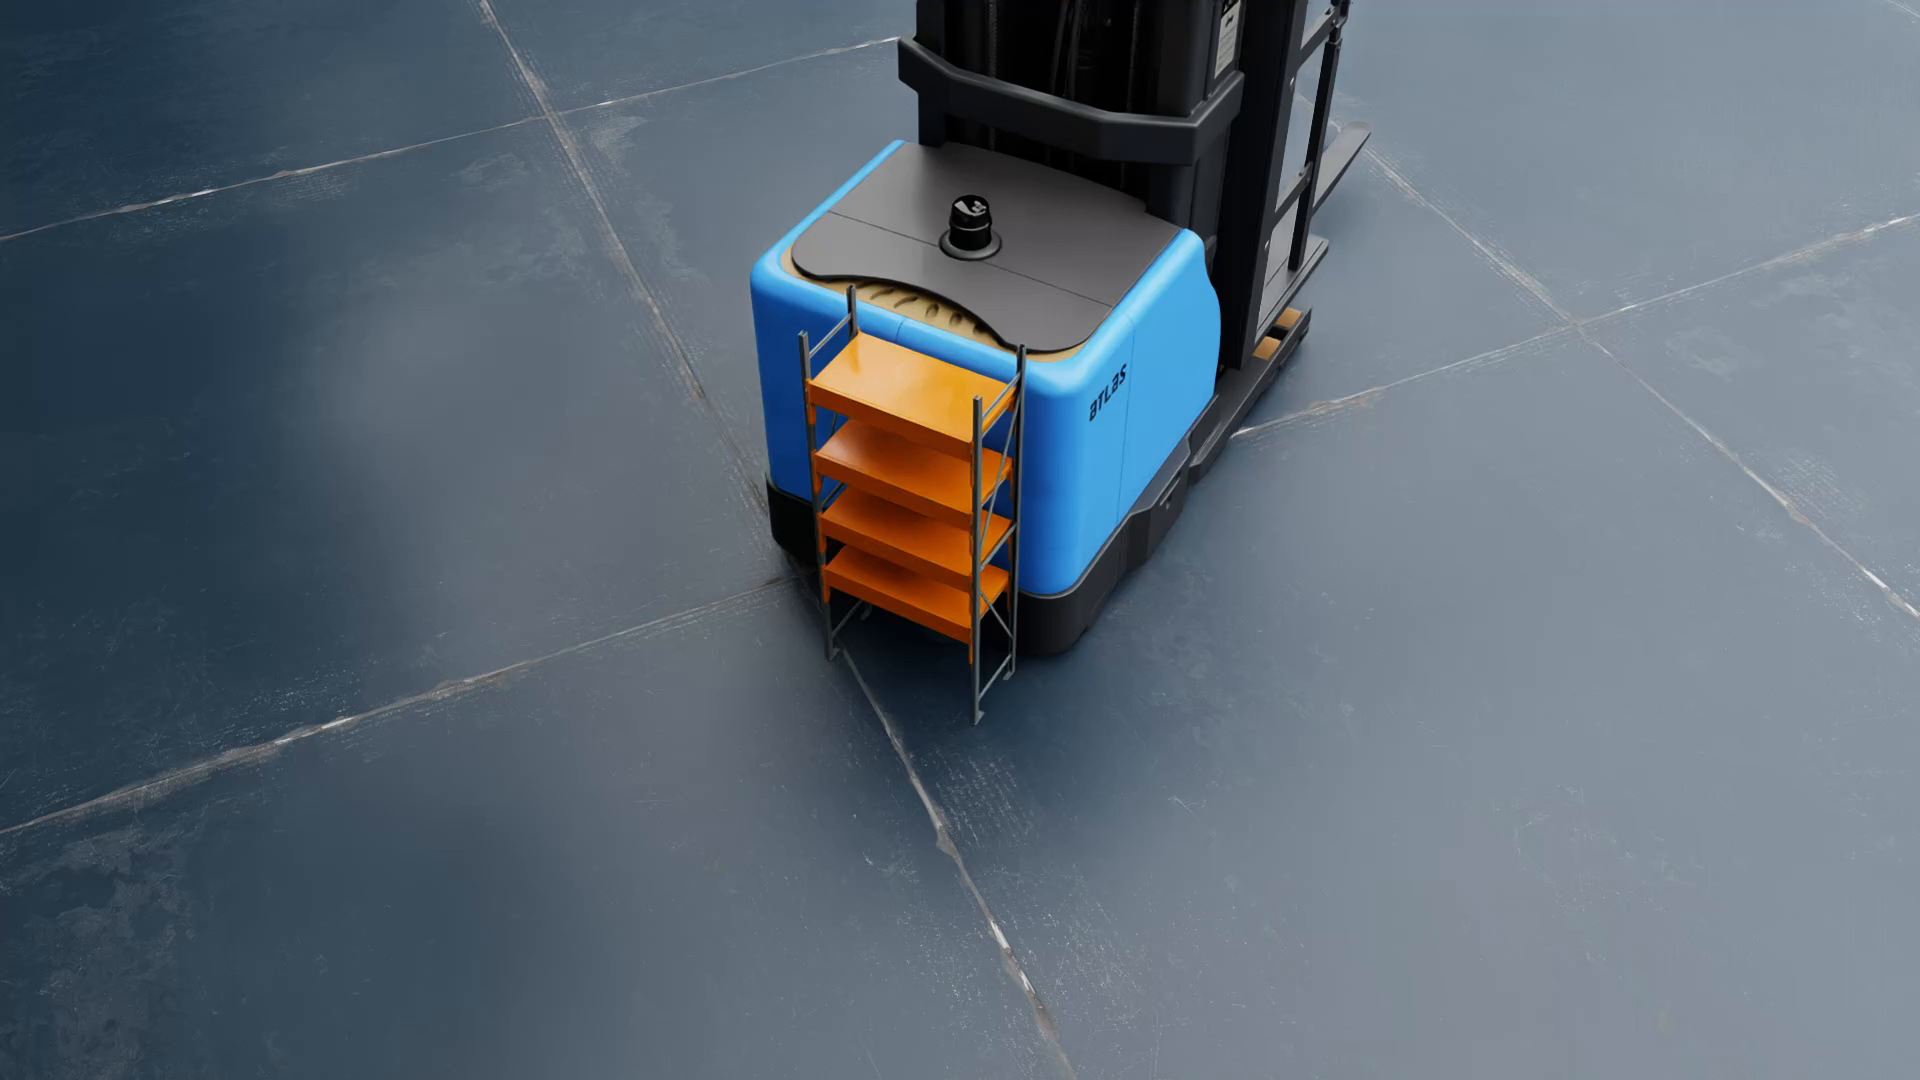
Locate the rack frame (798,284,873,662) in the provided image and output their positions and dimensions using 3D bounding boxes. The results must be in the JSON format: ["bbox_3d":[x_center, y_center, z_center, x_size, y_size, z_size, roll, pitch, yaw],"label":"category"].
[{"bbox_3d":[-0.329,-0.144,4.541,0.015,1.200,0.240,22,49,21],"label":"rack frame"}]

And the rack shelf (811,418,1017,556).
[{"bbox_3d":[-0.117,-0.171,4.346,0.480,0.148,0.258,22,49,21],"label":"rack shelf"}]

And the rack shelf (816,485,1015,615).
[{"bbox_3d":[-0.117,-0.011,4.503,0.480,0.148,0.258,22,49,21],"label":"rack shelf"}]

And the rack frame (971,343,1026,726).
[{"bbox_3d":[0.096,0.025,4.370,0.015,1.200,0.240,22,49,21],"label":"rack frame"}]

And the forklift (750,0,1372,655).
[{"bbox_3d":[0.587,-1.736,4.922,1.130,2.935,3.031,22,49,21],"label":"forklift"}]

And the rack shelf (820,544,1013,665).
[{"bbox_3d":[-0.117,0.130,4.643,0.480,0.148,0.258,22,49,21],"label":"rack shelf"}]

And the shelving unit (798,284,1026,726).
[{"bbox_3d":[-0.117,-0.059,4.456,0.503,1.200,0.258,22,49,21],"label":"shelving unit"}]

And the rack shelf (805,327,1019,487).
[{"bbox_3d":[-0.117,-0.339,4.180,0.480,0.148,0.258,22,49,21],"label":"rack shelf"}]
